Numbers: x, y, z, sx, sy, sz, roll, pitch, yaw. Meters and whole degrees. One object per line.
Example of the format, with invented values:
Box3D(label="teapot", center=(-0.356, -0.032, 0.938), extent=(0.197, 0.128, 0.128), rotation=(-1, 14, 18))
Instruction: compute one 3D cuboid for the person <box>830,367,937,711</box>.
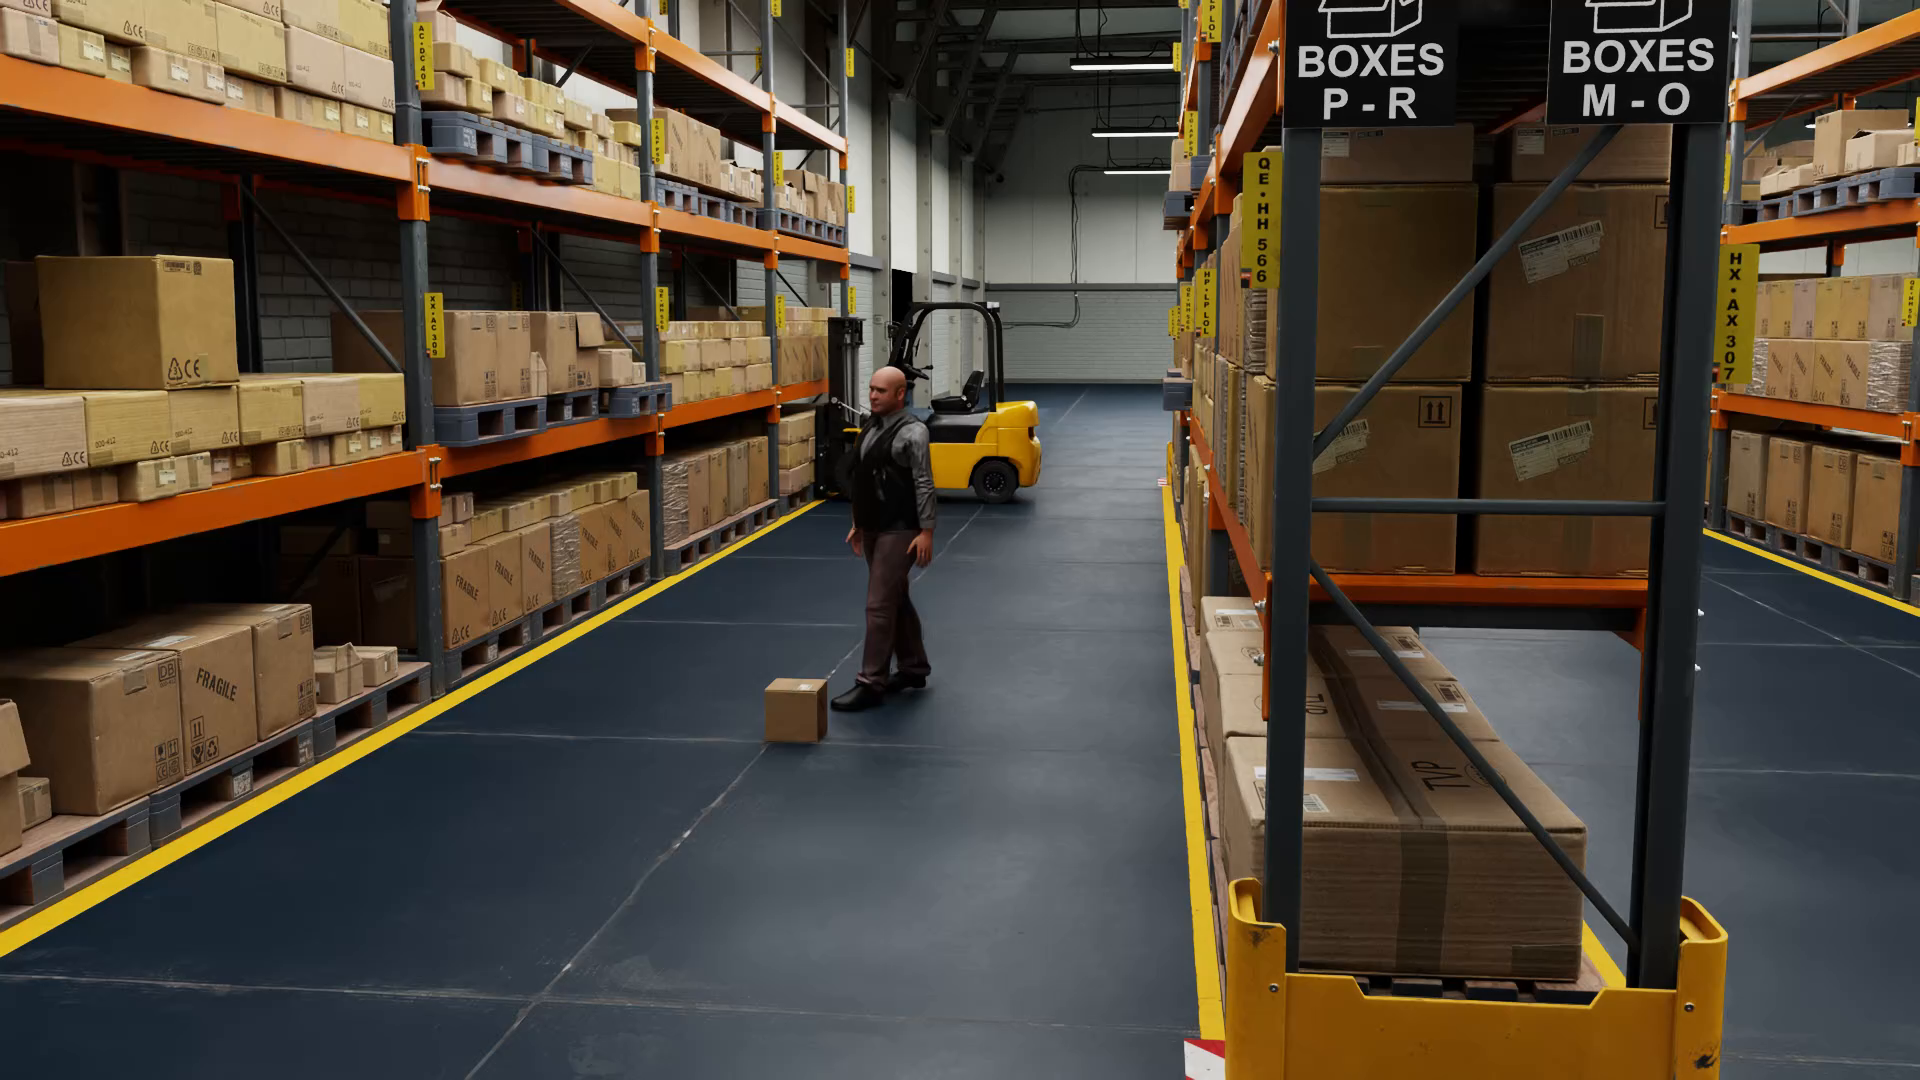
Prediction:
Box3D(label="person", center=(-0.431, -0.030, 8.565), extent=(0.672, 1.719, 0.567), rotation=(-4, 9, -29))
